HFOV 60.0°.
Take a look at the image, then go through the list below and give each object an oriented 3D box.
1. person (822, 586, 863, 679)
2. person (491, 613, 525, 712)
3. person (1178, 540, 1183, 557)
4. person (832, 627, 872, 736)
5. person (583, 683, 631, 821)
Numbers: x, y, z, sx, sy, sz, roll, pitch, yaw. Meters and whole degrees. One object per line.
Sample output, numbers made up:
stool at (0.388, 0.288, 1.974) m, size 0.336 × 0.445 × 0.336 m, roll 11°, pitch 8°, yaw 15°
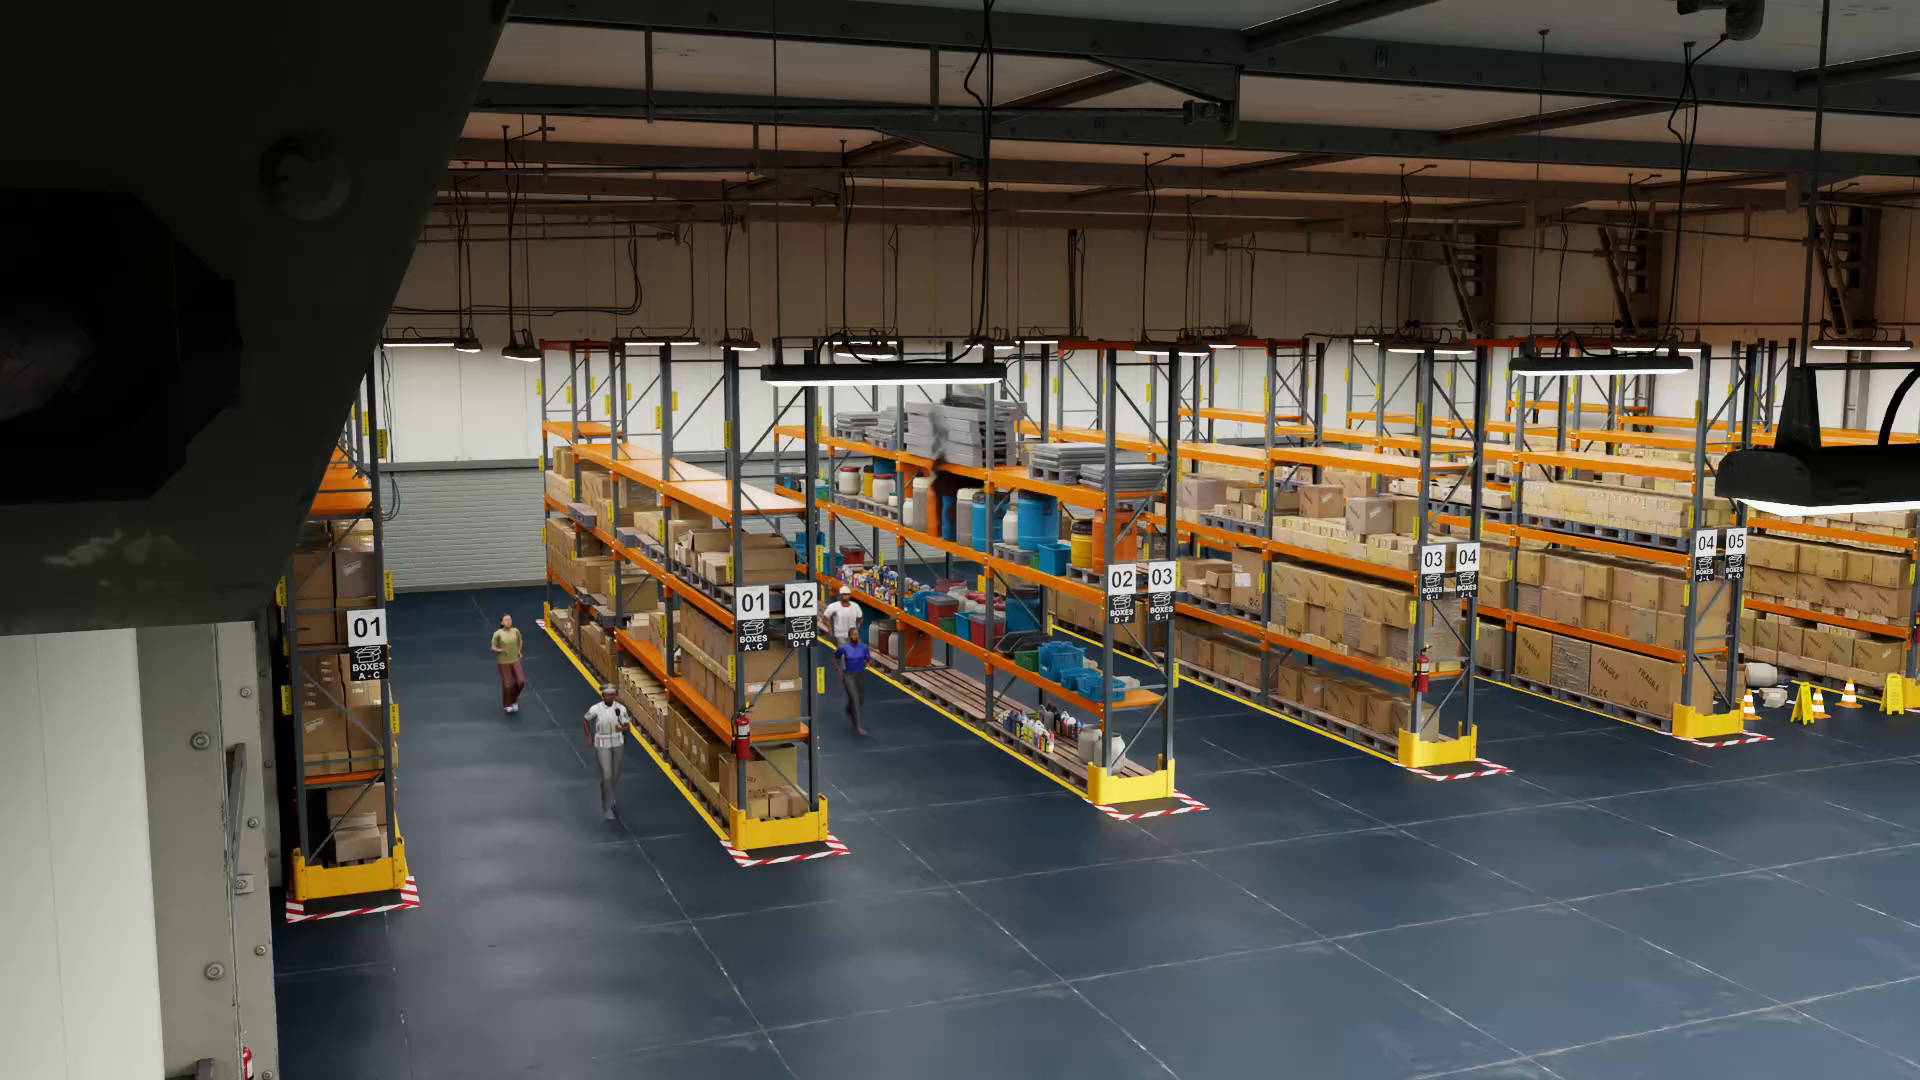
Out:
person at (-2.007, 1.678, 29.094) m, size 0.722 × 1.754 × 0.835 m, roll -4°, pitch 8°, yaw -28°
person at (-7.312, 1.999, 27.028) m, size 0.567 × 1.631 × 0.556 m, roll -5°, pitch 9°, yaw -33°
person at (5.426, 0.070, 41.737) m, size 0.871 × 1.739 × 0.759 m, roll 0°, pitch 7°, yaw 0°
person at (-1.661, 2.204, 25.830) m, size 0.578 × 1.532 × 0.865 m, roll -4°, pitch 8°, yaw -27°
person at (-4.550, 2.701, 21.528) m, size 0.549 × 1.755 × 0.781 m, roll -4°, pitch 8°, yaw -28°
